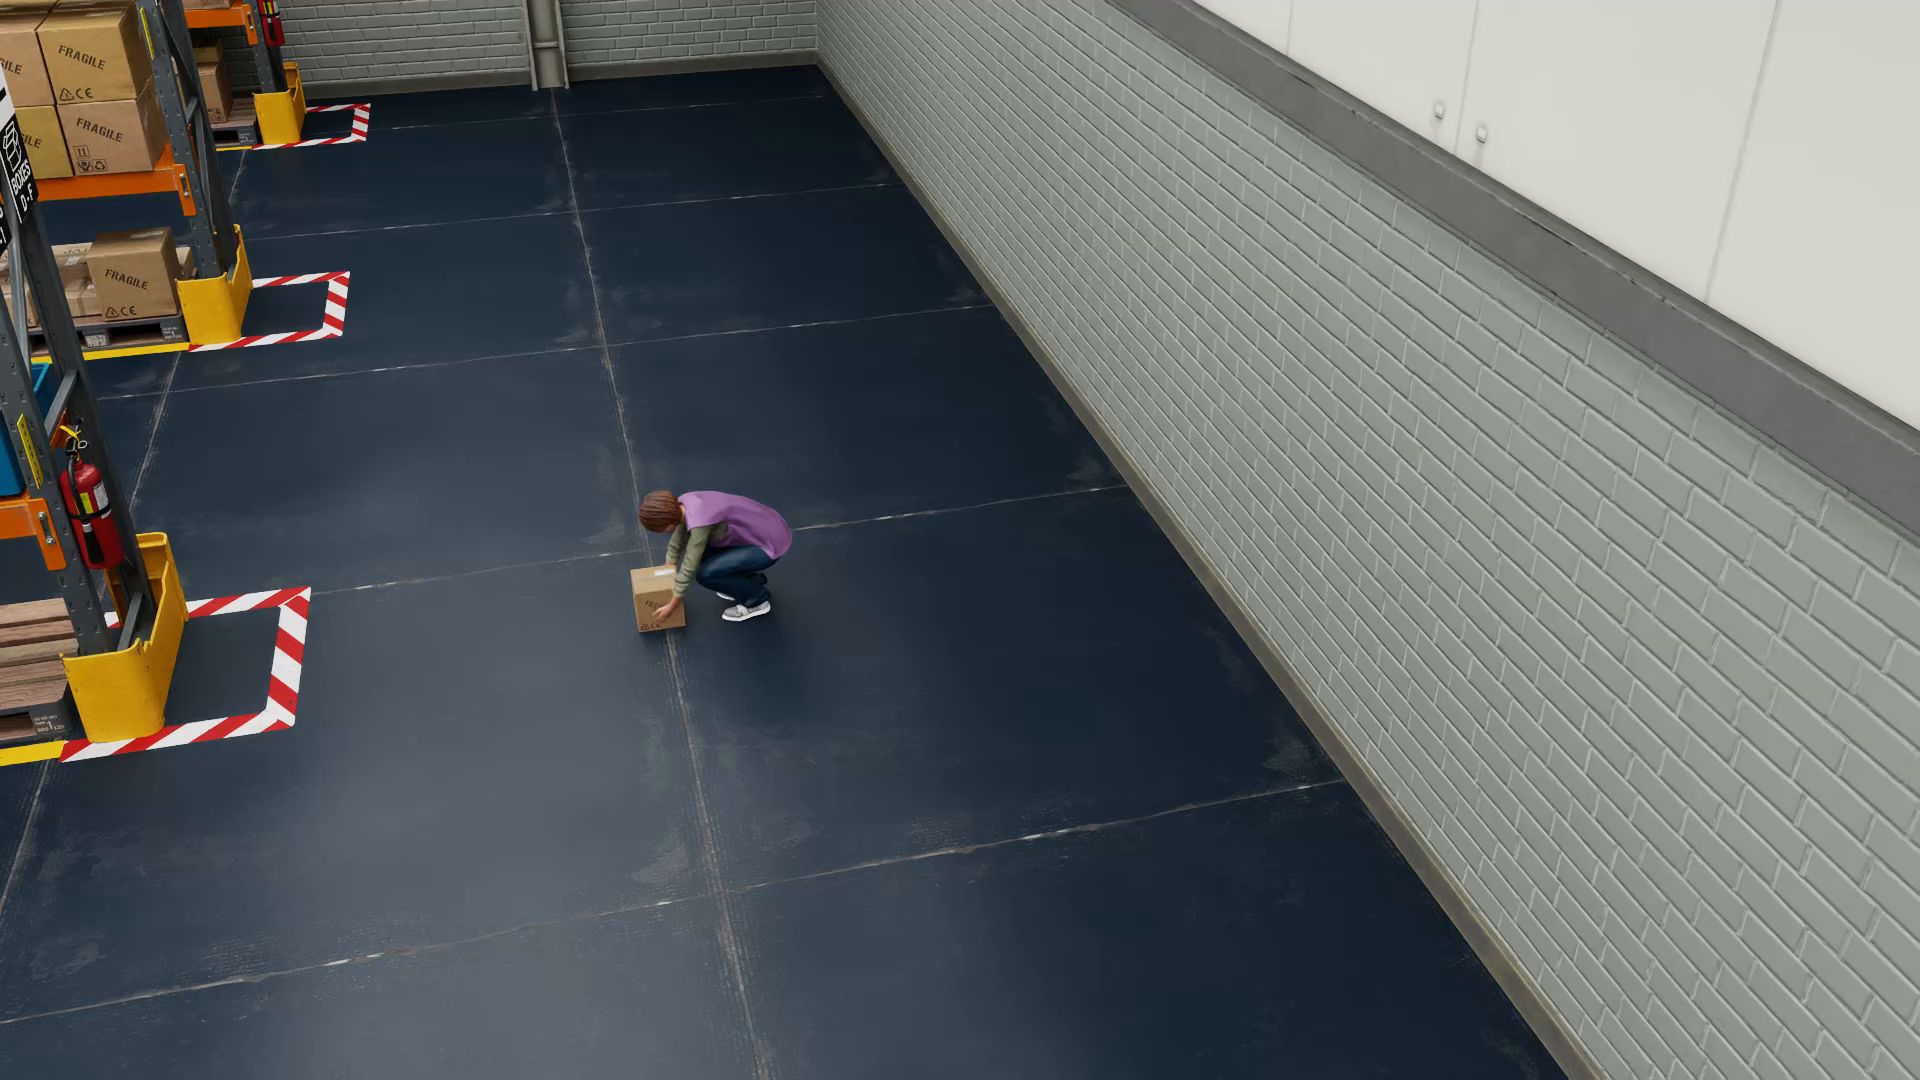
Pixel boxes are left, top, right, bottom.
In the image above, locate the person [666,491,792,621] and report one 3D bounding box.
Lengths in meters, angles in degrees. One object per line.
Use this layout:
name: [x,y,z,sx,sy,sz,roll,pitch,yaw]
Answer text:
person: [-3.808,-3.224,12.107,3.339,3.198,10.192,-8,32,-13]
